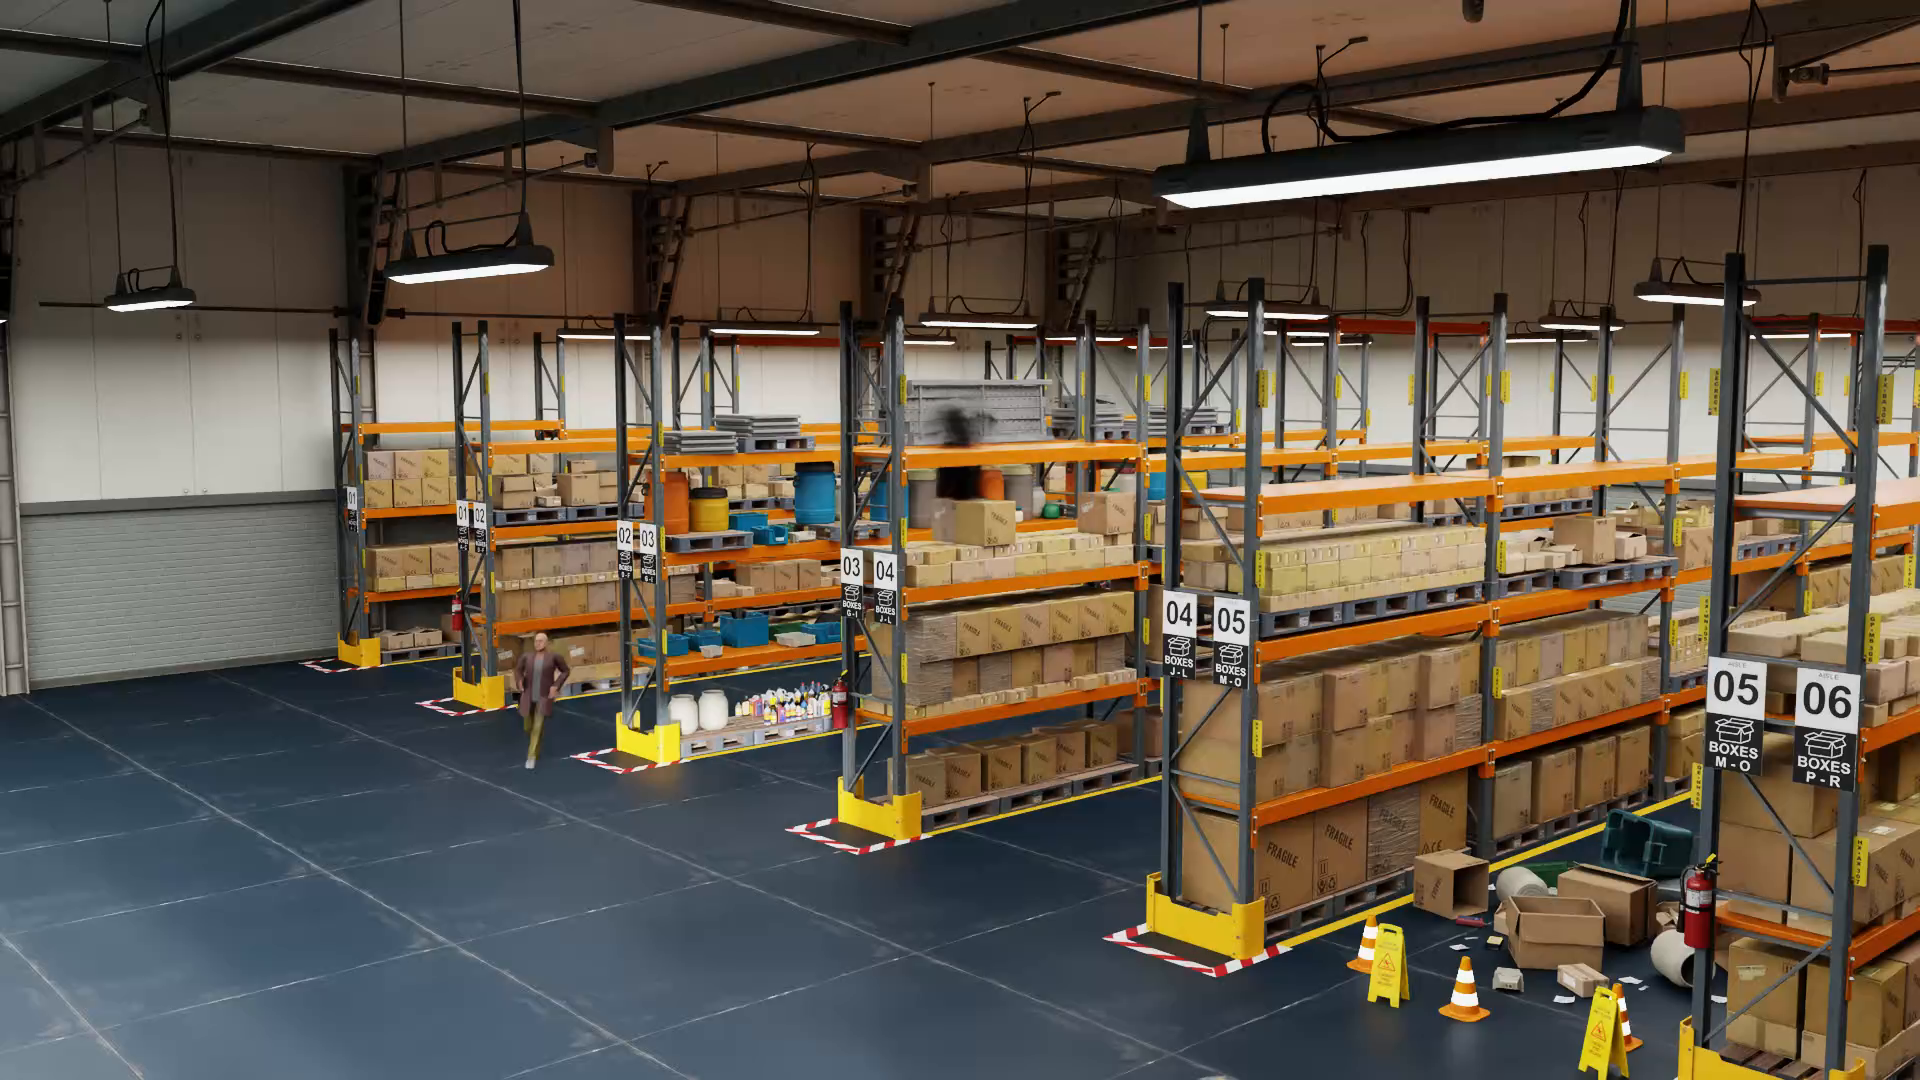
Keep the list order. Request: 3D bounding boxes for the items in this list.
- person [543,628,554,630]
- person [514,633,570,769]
[{"bbox_3d":[-7.111,1.529,28.693,0.538,1.605,0.851,5,7,39],"label":"person"},{"bbox_3d":[-5.582,2.109,22.192,0.724,1.763,0.881,0,6,2],"label":"person"}]
